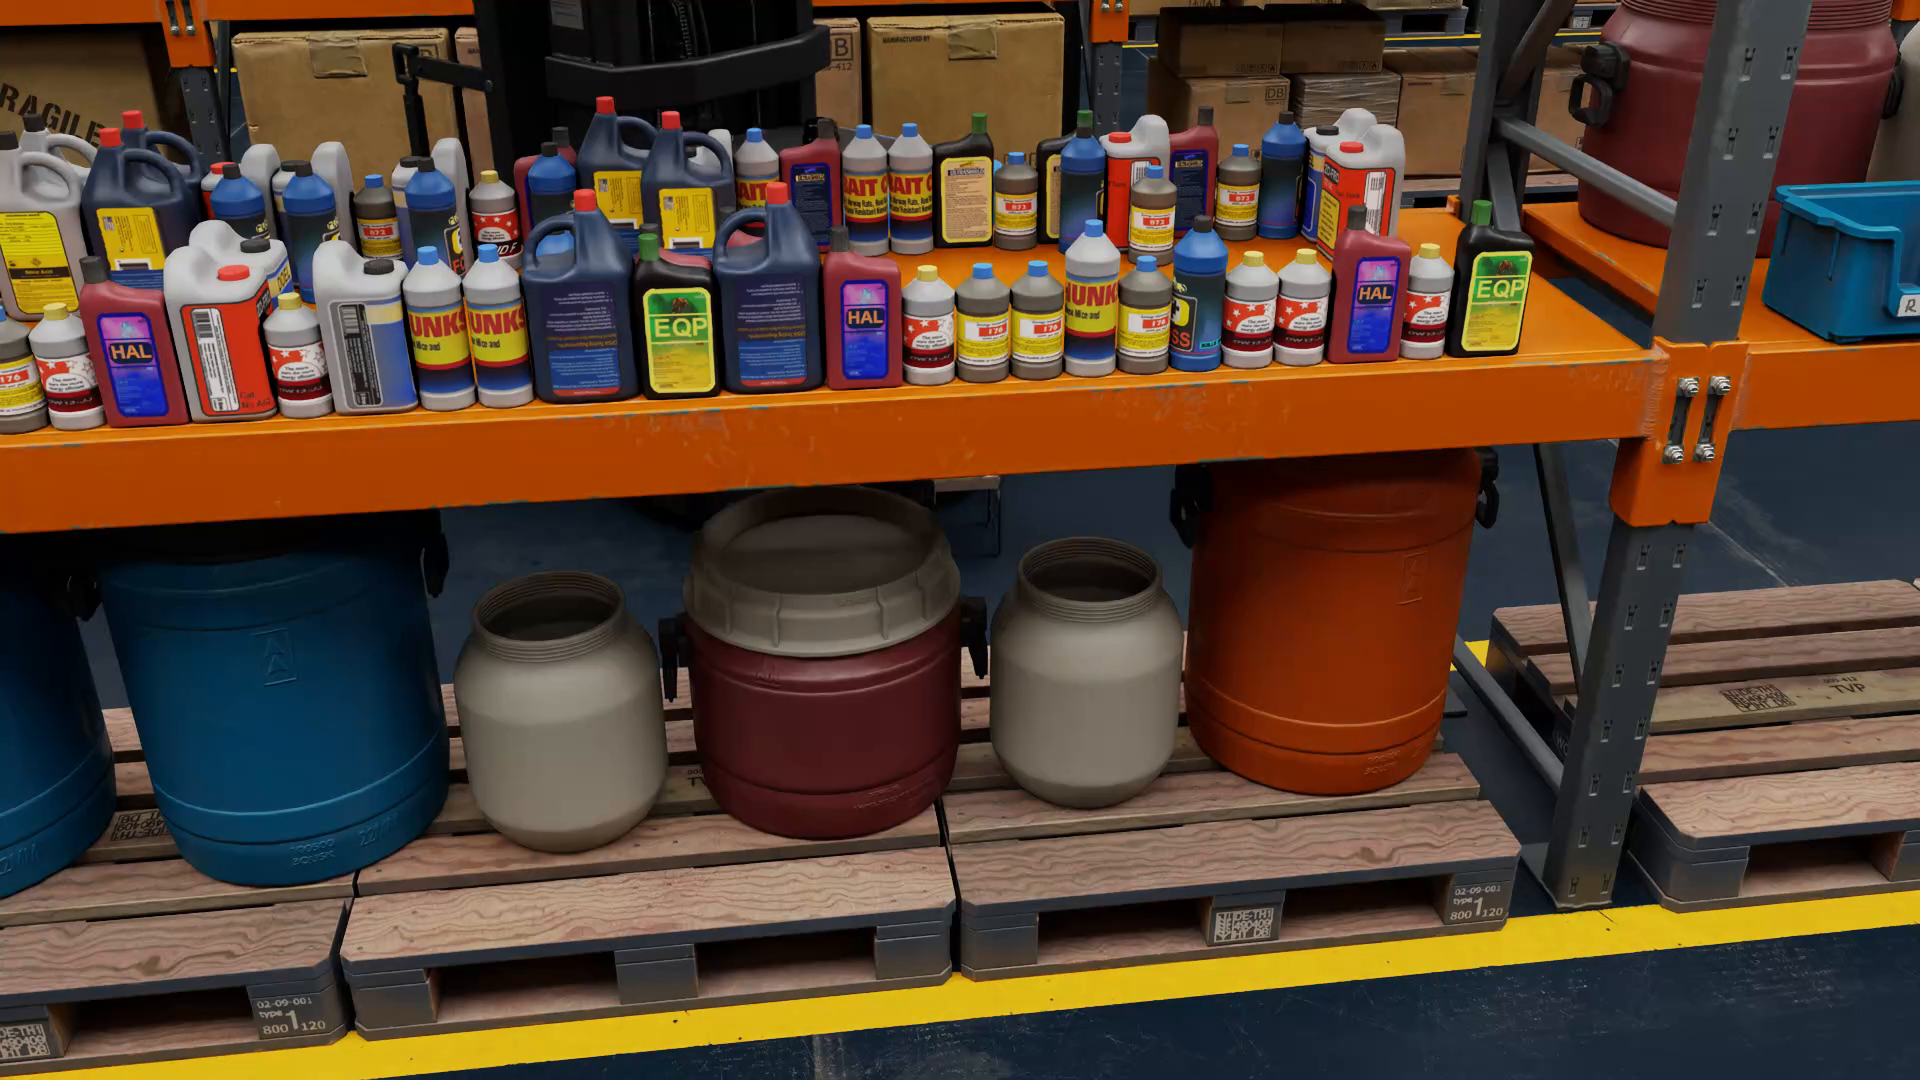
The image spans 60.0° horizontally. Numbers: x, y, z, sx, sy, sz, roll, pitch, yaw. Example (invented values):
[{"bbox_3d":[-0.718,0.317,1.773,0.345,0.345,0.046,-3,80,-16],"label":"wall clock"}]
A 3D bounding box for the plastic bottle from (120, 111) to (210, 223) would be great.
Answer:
[{"bbox_3d":[-1.609,-0.687,3.358,0.185,0.351,0.144,-4,27,-7],"label":"plastic bottle"}]

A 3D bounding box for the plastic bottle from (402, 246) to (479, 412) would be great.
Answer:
[{"bbox_3d":[-0.880,-0.360,2.806,0.097,0.271,0.097,0,27,0],"label":"plastic bottle"}]

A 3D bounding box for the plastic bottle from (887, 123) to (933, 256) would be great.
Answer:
[{"bbox_3d":[-0.106,-0.759,3.585,0.097,0.271,0.097,0,27,0],"label":"plastic bottle"}]

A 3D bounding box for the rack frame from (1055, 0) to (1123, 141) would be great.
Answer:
[{"bbox_3d":[0.614,-2.984,7.781,0.127,3.000,1.000,-4,27,-7],"label":"rack frame"}]

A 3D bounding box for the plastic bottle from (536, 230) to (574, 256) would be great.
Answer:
[{"bbox_3d":[-0.707,-0.437,2.957,0.097,0.271,0.097,0,27,0],"label":"plastic bottle"}]

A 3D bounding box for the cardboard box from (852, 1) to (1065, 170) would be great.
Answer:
[{"bbox_3d":[-0.072,-2.191,8.103,0.875,0.875,1.225,-5,28,-10],"label":"cardboard box"}]

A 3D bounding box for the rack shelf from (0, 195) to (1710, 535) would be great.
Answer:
[{"bbox_3d":[-0.676,-0.298,3.333,4.000,0.370,1.077,-4,27,-7],"label":"rack shelf"}]

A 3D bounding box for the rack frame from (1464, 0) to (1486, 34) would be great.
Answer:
[{"bbox_3d":[3.985,-5.488,12.659,0.127,3.000,1.000,-4,27,-7],"label":"rack frame"}]

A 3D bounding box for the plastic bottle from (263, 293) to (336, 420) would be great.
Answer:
[{"bbox_3d":[-1.109,-0.314,2.793,0.097,0.201,0.097,0,27,0],"label":"plastic bottle"}]

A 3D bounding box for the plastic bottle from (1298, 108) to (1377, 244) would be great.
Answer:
[{"bbox_3d":[0.831,-0.809,3.676,0.135,0.276,0.152,-4,27,-7],"label":"plastic bottle"}]

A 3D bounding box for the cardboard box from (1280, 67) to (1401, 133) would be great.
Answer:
[{"bbox_3d":[1.823,-2.161,8.432,0.500,0.500,0.700,-6,28,-11],"label":"cardboard box"}]

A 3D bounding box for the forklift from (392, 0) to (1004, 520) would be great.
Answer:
[{"bbox_3d":[-1.285,-1.800,5.547,3.031,2.935,1.130,21,34,34],"label":"forklift"}]

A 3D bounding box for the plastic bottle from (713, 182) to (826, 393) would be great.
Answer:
[{"bbox_3d":[-0.332,-0.441,2.878,0.185,0.351,0.144,-4,27,-7],"label":"plastic bottle"}]

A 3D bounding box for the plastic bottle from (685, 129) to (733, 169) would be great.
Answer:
[{"bbox_3d":[-0.542,-0.721,3.505,0.135,0.276,0.152,-4,27,-7],"label":"plastic bottle"}]

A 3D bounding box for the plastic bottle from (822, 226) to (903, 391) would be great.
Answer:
[{"bbox_3d":[-0.168,-0.402,2.876,0.133,0.283,0.061,-4,27,-7],"label":"plastic bottle"}]

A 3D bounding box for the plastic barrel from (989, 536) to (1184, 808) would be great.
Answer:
[{"bbox_3d":[0.276,0.290,3.665,0.421,0.512,0.421,0,27,0],"label":"plastic barrel"}]

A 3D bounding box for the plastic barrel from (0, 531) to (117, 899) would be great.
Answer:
[{"bbox_3d":[-2.115,0.229,3.357,0.708,0.901,0.600,-4,27,-7],"label":"plastic barrel"}]

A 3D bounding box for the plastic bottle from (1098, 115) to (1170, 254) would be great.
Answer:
[{"bbox_3d":[0.373,-0.779,3.619,0.135,0.276,0.152,-4,27,-7],"label":"plastic bottle"}]

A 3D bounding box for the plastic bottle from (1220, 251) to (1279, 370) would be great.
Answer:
[{"bbox_3d":[0.522,-0.418,2.997,0.097,0.201,0.097,0,27,0],"label":"plastic bottle"}]

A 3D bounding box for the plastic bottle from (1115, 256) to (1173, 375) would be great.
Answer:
[{"bbox_3d":[0.329,-0.406,2.973,0.097,0.201,0.097,0,27,0],"label":"plastic bottle"}]

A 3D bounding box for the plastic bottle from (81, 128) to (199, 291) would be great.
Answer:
[{"bbox_3d":[-1.589,-0.622,3.231,0.185,0.351,0.144,-4,27,-7],"label":"plastic bottle"}]

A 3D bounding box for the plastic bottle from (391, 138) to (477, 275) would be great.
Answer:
[{"bbox_3d":[-1.087,-0.686,3.436,0.135,0.276,0.152,-4,27,-7],"label":"plastic bottle"}]

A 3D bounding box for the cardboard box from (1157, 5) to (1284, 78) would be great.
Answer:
[{"bbox_3d":[1.274,-2.458,8.189,0.500,0.250,0.500,-3,27,-5],"label":"cardboard box"}]

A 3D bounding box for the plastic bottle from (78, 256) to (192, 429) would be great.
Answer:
[{"bbox_3d":[-1.354,-0.326,2.727,0.133,0.283,0.061,-4,27,-7],"label":"plastic bottle"}]

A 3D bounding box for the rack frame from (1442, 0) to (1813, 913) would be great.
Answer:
[{"bbox_3d":[1.305,-0.745,3.417,0.127,3.000,1.000,-4,27,-7],"label":"rack frame"}]

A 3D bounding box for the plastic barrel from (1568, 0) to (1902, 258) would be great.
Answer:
[{"bbox_3d":[1.722,-0.972,3.710,0.708,0.536,0.600,-4,27,-7],"label":"plastic barrel"}]

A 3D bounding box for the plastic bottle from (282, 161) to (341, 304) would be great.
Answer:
[{"bbox_3d":[-1.281,-0.614,3.301,0.097,0.271,0.097,0,27,0],"label":"plastic bottle"}]

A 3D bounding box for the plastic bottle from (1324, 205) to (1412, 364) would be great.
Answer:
[{"bbox_3d":[0.735,-0.460,2.989,0.133,0.283,0.061,-4,27,-7],"label":"plastic bottle"}]

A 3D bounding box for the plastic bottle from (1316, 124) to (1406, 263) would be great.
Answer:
[{"bbox_3d":[0.852,-0.740,3.542,0.135,0.276,0.152,-4,27,-7],"label":"plastic bottle"}]

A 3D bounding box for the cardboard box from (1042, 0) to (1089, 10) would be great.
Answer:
[{"bbox_3d":[0.639,-4.417,12.577,0.750,0.750,1.050,-4,27,-8],"label":"cardboard box"}]

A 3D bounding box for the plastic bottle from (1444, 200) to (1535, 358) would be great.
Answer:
[{"bbox_3d":[0.963,-0.475,3.018,0.133,0.283,0.061,-4,27,-7],"label":"plastic bottle"}]

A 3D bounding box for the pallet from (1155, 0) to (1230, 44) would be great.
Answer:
[{"bbox_3d":[2.020,-4.085,12.979,1.213,0.211,1.003,-4,27,-7],"label":"pallet"}]

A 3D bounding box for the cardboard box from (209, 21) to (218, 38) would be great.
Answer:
[{"bbox_3d":[-5.303,-3.652,11.745,0.250,0.149,0.380,-4,27,-7],"label":"cardboard box"}]

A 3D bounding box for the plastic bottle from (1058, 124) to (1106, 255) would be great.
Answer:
[{"bbox_3d":[0.263,-0.755,3.576,0.097,0.271,0.097,0,27,0],"label":"plastic bottle"}]

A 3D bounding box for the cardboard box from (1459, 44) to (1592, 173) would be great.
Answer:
[{"bbox_3d":[2.936,-2.236,8.577,0.500,0.500,0.700,-6,28,-12],"label":"cardboard box"}]

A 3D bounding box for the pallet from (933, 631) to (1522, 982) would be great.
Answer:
[{"bbox_3d":[0.530,0.564,3.919,1.213,0.211,1.003,-4,27,-7],"label":"pallet"}]

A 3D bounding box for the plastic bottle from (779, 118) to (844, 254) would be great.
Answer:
[{"bbox_3d":[-0.320,-0.759,3.572,0.133,0.283,0.061,-4,27,-7],"label":"plastic bottle"}]

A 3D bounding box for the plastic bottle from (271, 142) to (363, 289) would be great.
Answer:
[{"bbox_3d":[-1.317,-0.671,3.408,0.135,0.276,0.152,-4,27,-7],"label":"plastic bottle"}]

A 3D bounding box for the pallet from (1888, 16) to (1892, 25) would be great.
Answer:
[{"bbox_3d":[7.165,-4.415,13.623,1.213,0.211,1.003,-4,27,-7],"label":"pallet"}]

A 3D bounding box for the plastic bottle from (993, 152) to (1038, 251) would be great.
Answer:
[{"bbox_3d":[0.122,-0.743,3.629,0.097,0.201,0.097,0,27,0],"label":"plastic bottle"}]

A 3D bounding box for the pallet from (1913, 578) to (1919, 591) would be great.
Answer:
[{"bbox_3d":[3.283,0.387,4.264,1.213,0.211,1.003,-4,27,-7],"label":"pallet"}]

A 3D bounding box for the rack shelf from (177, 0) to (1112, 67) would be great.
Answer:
[{"bbox_3d":[-1.366,-2.537,7.697,4.000,0.370,1.077,-4,27,-7],"label":"rack shelf"}]

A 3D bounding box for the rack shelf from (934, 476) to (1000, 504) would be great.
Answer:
[{"bbox_3d":[0.006,-0.204,5.130,0.200,0.077,0.258,-3,27,-7],"label":"rack shelf"}]

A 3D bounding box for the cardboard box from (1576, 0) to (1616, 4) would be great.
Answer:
[{"bbox_3d":[4.617,-4.737,13.064,0.875,0.875,0.875,-3,27,-6],"label":"cardboard box"}]

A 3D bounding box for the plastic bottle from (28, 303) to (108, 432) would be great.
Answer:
[{"bbox_3d":[-1.471,-0.290,2.748,0.097,0.201,0.097,0,27,0],"label":"plastic bottle"}]

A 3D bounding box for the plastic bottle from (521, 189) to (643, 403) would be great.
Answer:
[{"bbox_3d":[-0.647,-0.421,2.838,0.185,0.351,0.144,-4,27,-7],"label":"plastic bottle"}]

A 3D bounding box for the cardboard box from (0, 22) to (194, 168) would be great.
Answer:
[{"bbox_3d":[-4.011,-1.966,7.663,0.875,0.875,0.875,-4,27,-7],"label":"cardboard box"}]

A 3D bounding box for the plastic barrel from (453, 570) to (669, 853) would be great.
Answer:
[{"bbox_3d":[-0.843,0.362,3.525,0.421,0.512,0.421,0,27,0],"label":"plastic barrel"}]

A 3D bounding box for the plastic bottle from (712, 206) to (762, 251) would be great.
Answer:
[{"bbox_3d":[-0.372,-0.456,2.980,0.133,0.283,0.061,-4,27,-7],"label":"plastic bottle"}]

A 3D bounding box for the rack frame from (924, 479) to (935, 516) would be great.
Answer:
[{"bbox_3d":[-0.095,-0.388,5.020,0.006,0.900,0.240,-3,27,-7],"label":"rack frame"}]

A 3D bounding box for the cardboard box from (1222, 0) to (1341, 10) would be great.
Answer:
[{"bbox_3d":[2.427,-4.534,12.804,0.750,0.750,1.050,-4,27,-7],"label":"cardboard box"}]

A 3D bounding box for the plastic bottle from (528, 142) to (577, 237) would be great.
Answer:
[{"bbox_3d":[-0.836,-0.684,3.439,0.097,0.271,0.097,0,27,0],"label":"plastic bottle"}]

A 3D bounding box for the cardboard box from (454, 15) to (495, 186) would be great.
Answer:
[{"bbox_3d":[-1.831,-2.079,7.883,0.875,0.875,1.225,-5,28,-9],"label":"cardboard box"}]

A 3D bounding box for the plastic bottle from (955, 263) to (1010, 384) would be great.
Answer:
[{"bbox_3d":[0.040,-0.388,2.937,0.097,0.201,0.097,0,27,0],"label":"plastic bottle"}]

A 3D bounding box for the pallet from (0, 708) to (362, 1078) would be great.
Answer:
[{"bbox_3d":[-1.887,0.719,3.617,1.213,0.211,1.003,-4,27,-7],"label":"pallet"}]

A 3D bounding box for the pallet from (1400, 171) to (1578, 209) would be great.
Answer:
[{"bbox_3d":[2.594,-1.869,8.661,1.213,0.211,1.003,-4,27,-7],"label":"pallet"}]

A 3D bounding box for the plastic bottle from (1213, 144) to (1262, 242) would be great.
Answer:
[{"bbox_3d":[0.616,-0.774,3.691,0.097,0.201,0.097,0,27,0],"label":"plastic bottle"}]

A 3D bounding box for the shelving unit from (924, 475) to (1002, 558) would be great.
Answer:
[{"bbox_3d":[0.006,-0.394,5.032,0.210,0.900,0.258,-3,27,-7],"label":"shelving unit"}]

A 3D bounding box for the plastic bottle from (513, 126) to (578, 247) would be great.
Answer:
[{"bbox_3d":[-0.864,-0.724,3.504,0.133,0.283,0.061,-4,27,-7],"label":"plastic bottle"}]

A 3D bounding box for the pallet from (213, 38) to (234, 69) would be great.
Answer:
[{"bbox_3d":[-5.808,-3.600,12.035,1.213,0.211,1.003,-4,27,-7],"label":"pallet"}]
